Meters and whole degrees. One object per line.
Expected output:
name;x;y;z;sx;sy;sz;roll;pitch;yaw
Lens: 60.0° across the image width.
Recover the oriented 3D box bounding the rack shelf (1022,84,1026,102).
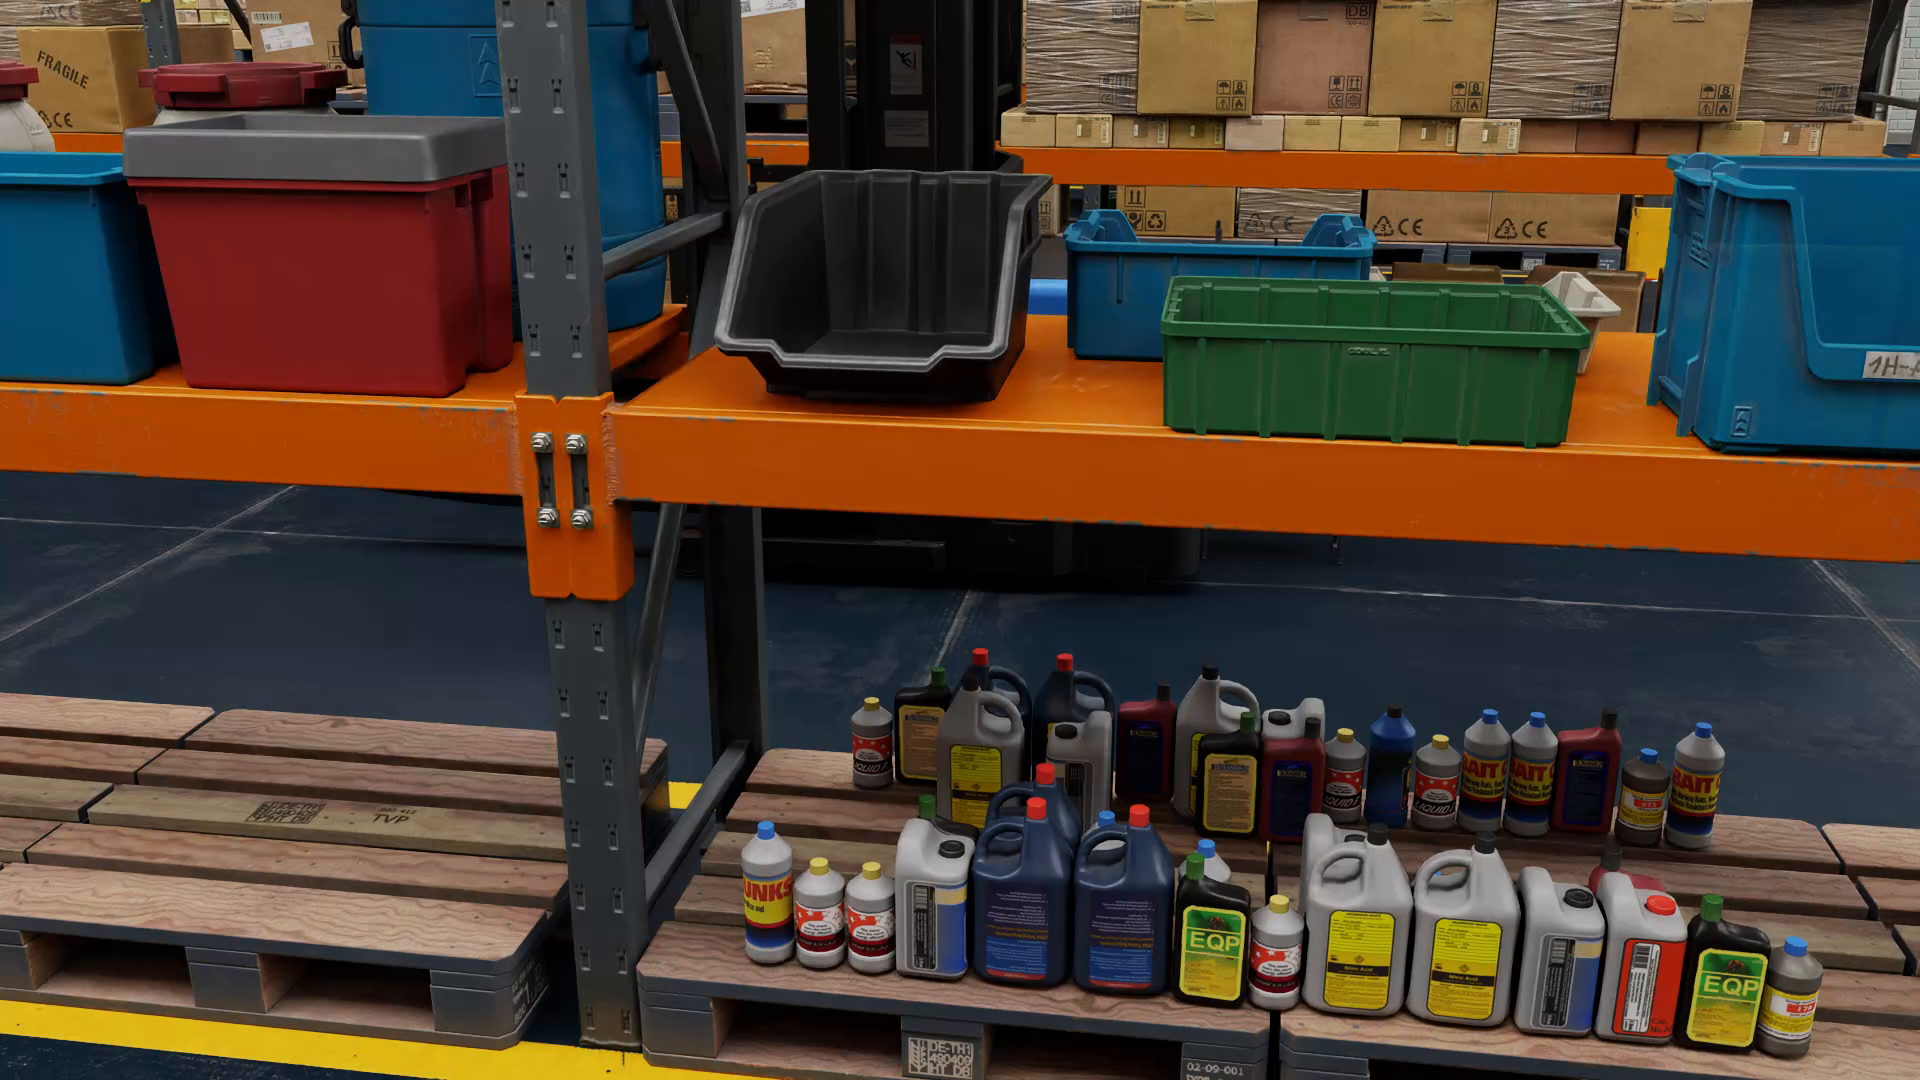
rack shelf;-0.915;-3.431;12.964;4.000;0.370;1.077;3;19;9

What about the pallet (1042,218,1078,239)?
pallet;0.286;-2.365;13.037;1.213;0.211;1.003;3;19;9

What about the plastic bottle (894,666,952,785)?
plastic bottle;-0.085;0.429;3.881;0.133;0.283;0.061;4;19;11

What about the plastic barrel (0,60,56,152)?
plastic barrel;-2.247;-0.789;3.721;0.433;0.535;0.433;0;18;0

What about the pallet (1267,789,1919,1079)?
pallet;1.252;0.859;3.404;1.213;0.211;1.003;3;19;9

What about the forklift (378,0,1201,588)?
forklift;-0.620;-1.415;5.913;3.031;2.935;1.130;2;19;7

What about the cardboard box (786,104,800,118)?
cardboard box;-2.365;-5.980;22.727;0.500;0.500;0.500;3;19;8

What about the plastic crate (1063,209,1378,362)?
plastic crate;0.523;-0.530;3.394;0.616;0.251;0.499;3;19;9

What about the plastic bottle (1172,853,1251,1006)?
plastic bottle;0.461;0.710;3.042;0.133;0.283;0.061;4;19;11

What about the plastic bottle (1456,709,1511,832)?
plastic bottle;1.159;0.504;3.676;0.097;0.271;0.097;0;18;0

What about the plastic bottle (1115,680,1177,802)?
plastic bottle;0.426;0.455;3.803;0.133;0.283;0.061;4;19;12

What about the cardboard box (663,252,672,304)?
cardboard box;-1.450;-1.242;8.533;0.500;0.500;0.700;1;19;4

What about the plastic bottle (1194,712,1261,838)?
plastic bottle;0.586;0.510;3.640;0.133;0.283;0.061;3;19;9

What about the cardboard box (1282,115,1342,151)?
cardboard box;1.576;-1.844;7.481;0.250;0.149;0.380;3;19;9

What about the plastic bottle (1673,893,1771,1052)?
plastic bottle;1.336;0.754;2.909;0.133;0.283;0.061;3;19;10

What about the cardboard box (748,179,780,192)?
cardboard box;-1.439;-2.904;13.137;0.750;0.750;1.050;3;19;9

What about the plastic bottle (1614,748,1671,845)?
plastic bottle;1.494;0.554;3.636;0.097;0.201;0.097;0;18;0

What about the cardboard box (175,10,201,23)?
cardboard box;-6.012;-4.106;13.113;0.250;0.149;0.380;3;19;10

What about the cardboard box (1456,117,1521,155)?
cardboard box;2.311;-1.795;7.336;0.250;0.149;0.380;3;19;9

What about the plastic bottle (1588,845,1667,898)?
plastic bottle;1.226;0.700;3.072;0.133;0.283;0.061;3;19;9

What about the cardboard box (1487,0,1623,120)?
cardboard box;2.584;-2.173;7.443;0.500;0.500;0.875;3;19;9

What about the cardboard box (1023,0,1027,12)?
cardboard box;0.568;-4.216;12.444;0.500;0.500;0.700;3;19;8

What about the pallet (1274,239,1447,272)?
pallet;3.006;-2.226;12.623;1.213;0.211;1.003;3;19;9

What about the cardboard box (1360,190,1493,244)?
cardboard box;3.460;-2.719;12.389;0.875;0.875;0.875;3;19;8

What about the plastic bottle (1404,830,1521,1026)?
plastic bottle;0.908;0.687;3.003;0.185;0.351;0.144;4;19;11

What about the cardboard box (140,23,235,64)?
cardboard box;-4.213;-2.481;8.834;0.500;0.500;0.500;3;19;10

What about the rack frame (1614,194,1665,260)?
rack frame;5.009;-3.470;11.948;0.127;3.000;1.000;3;19;9

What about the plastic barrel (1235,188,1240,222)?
plastic barrel;2.423;-2.873;14.224;0.512;0.421;0.421;-15;24;-38

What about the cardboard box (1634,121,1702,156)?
cardboard box;3.062;-1.779;7.288;0.250;0.149;0.380;3;19;9

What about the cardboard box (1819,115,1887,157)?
cardboard box;3.808;-1.752;7.208;0.250;0.149;0.380;3;19;9

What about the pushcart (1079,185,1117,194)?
pushcart;1.433;-3.267;15.473;0.936;0.377;1.648;-3;19;-10

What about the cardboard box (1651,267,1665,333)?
cardboard box;3.508;-0.972;7.759;0.500;0.500;0.500;7;20;19

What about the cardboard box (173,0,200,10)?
cardboard box;-5.994;-4.247;13.064;0.250;0.149;0.380;3;19;9

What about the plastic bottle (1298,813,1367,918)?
plastic bottle;0.723;0.666;3.186;0.135;0.276;0.152;3;19;9

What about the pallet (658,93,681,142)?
pallet;-1.815;-2.146;8.293;1.213;0.211;1.003;3;19;9

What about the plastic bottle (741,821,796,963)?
plastic bottle;-0.368;0.667;3.188;0.097;0.271;0.097;0;18;0

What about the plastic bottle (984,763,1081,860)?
plastic bottle;0.141;0.602;3.259;0.185;0.351;0.144;3;19;9

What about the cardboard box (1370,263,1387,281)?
cardboard box;1.754;-1.071;8.054;0.500;0.500;0.500;1;19;4

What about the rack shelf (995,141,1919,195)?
rack shelf;2.148;-1.681;7.734;4.000;0.370;1.077;3;19;9

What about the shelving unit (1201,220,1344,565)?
shelving unit;1.150;-0.526;5.983;0.503;1.200;0.258;2;19;7

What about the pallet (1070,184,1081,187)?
pallet;0.976;-3.944;17.758;1.213;0.211;1.003;3;19;9

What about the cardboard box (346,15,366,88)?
cardboard box;-2.670;-2.559;8.406;0.500;0.500;0.700;6;19;17

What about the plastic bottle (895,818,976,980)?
plastic bottle;-0.044;0.673;3.164;0.135;0.276;0.152;4;19;11

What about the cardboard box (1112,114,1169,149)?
cardboard box;0.834;-1.878;7.585;0.250;0.149;0.380;3;19;9

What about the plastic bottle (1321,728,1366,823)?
plastic bottle;0.858;0.522;3.733;0.097;0.201;0.097;0;18;0

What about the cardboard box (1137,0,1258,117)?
cardboard box;1.096;-2.233;7.624;0.500;0.500;0.875;3;19;9

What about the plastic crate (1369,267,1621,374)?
plastic crate;1.031;-0.444;3.318;0.437;0.136;0.530;3;19;9

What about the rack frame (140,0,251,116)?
rack frame;-3.776;-2.324;8.522;0.127;3.000;1.000;3;19;9

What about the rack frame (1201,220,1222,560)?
rack frame;0.908;-0.535;6.012;0.015;1.200;0.240;2;19;7
